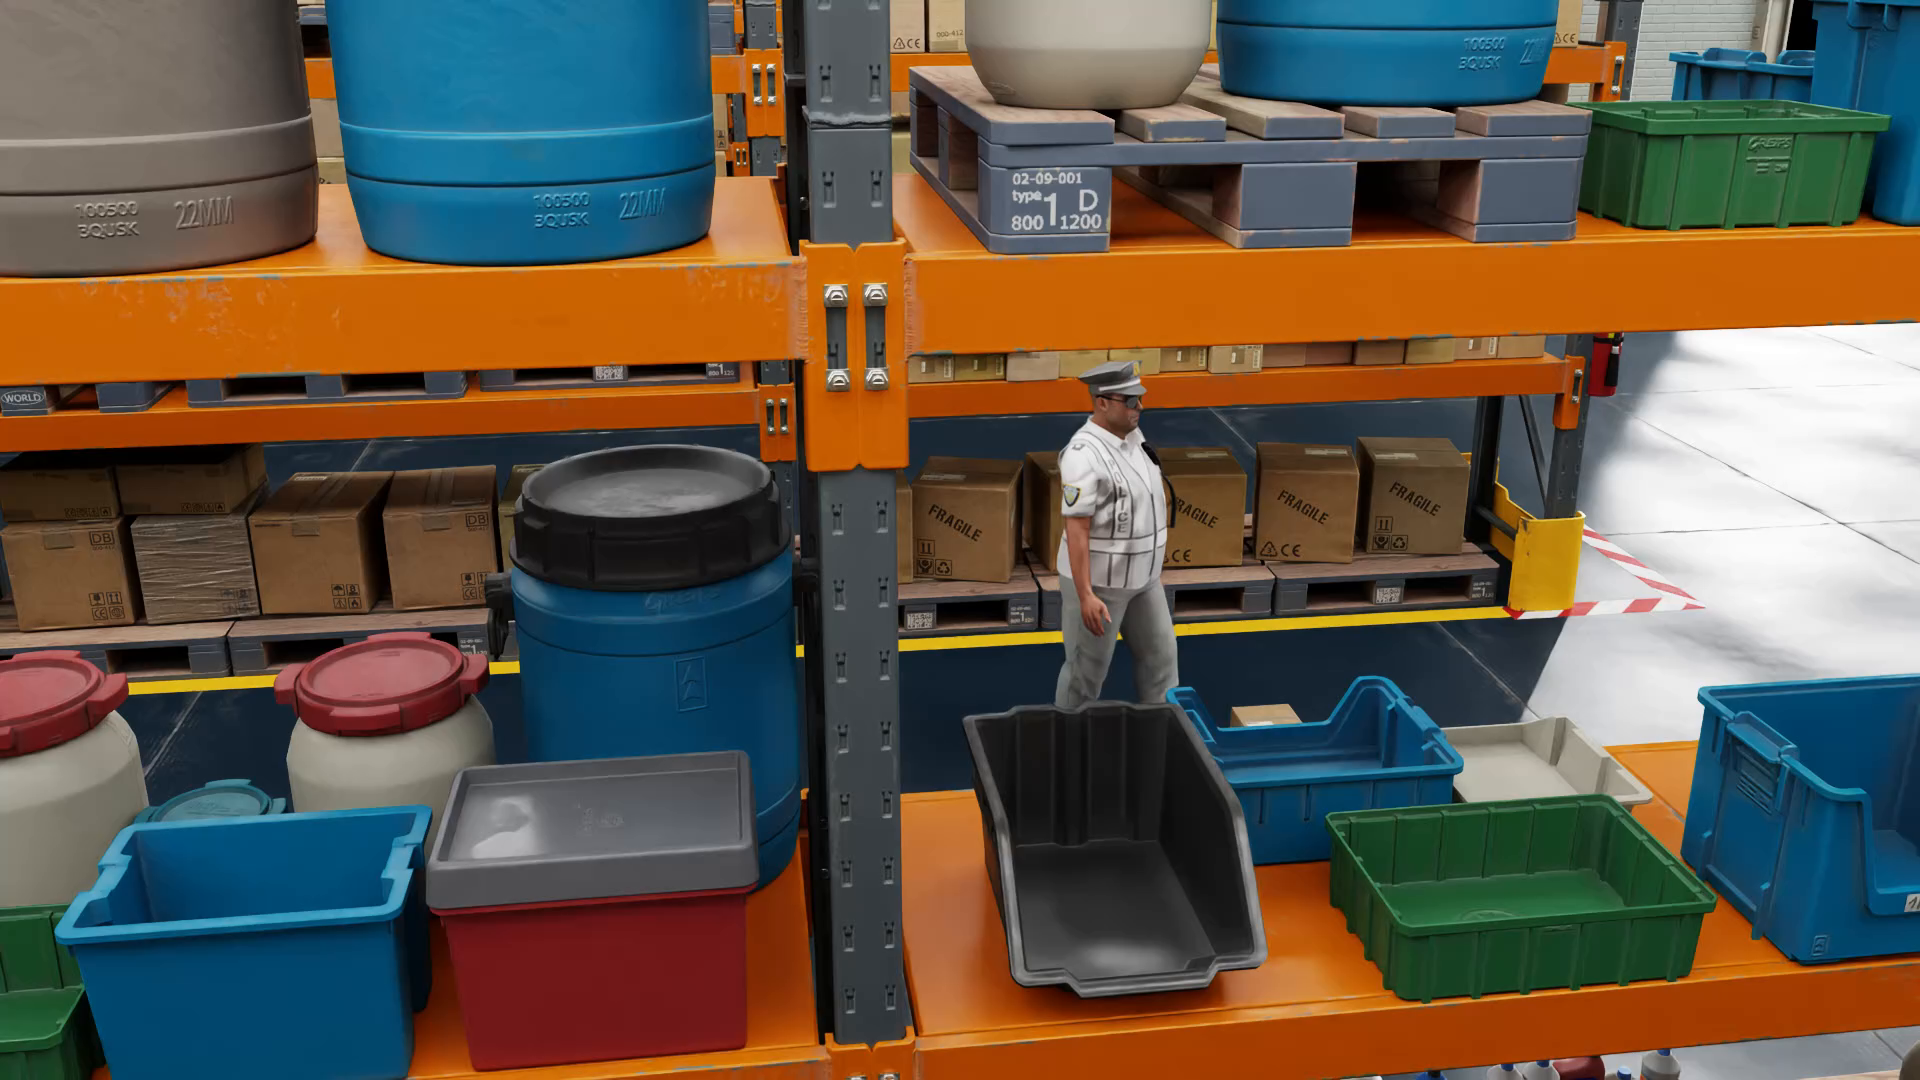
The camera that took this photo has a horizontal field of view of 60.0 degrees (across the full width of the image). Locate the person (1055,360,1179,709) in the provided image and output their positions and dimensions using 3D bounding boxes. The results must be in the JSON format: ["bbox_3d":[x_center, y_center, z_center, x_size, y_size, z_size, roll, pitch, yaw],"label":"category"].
[{"bbox_3d":[0.706,0.162,6.560,0.707,1.754,0.546,15,25,35],"label":"person"}]
